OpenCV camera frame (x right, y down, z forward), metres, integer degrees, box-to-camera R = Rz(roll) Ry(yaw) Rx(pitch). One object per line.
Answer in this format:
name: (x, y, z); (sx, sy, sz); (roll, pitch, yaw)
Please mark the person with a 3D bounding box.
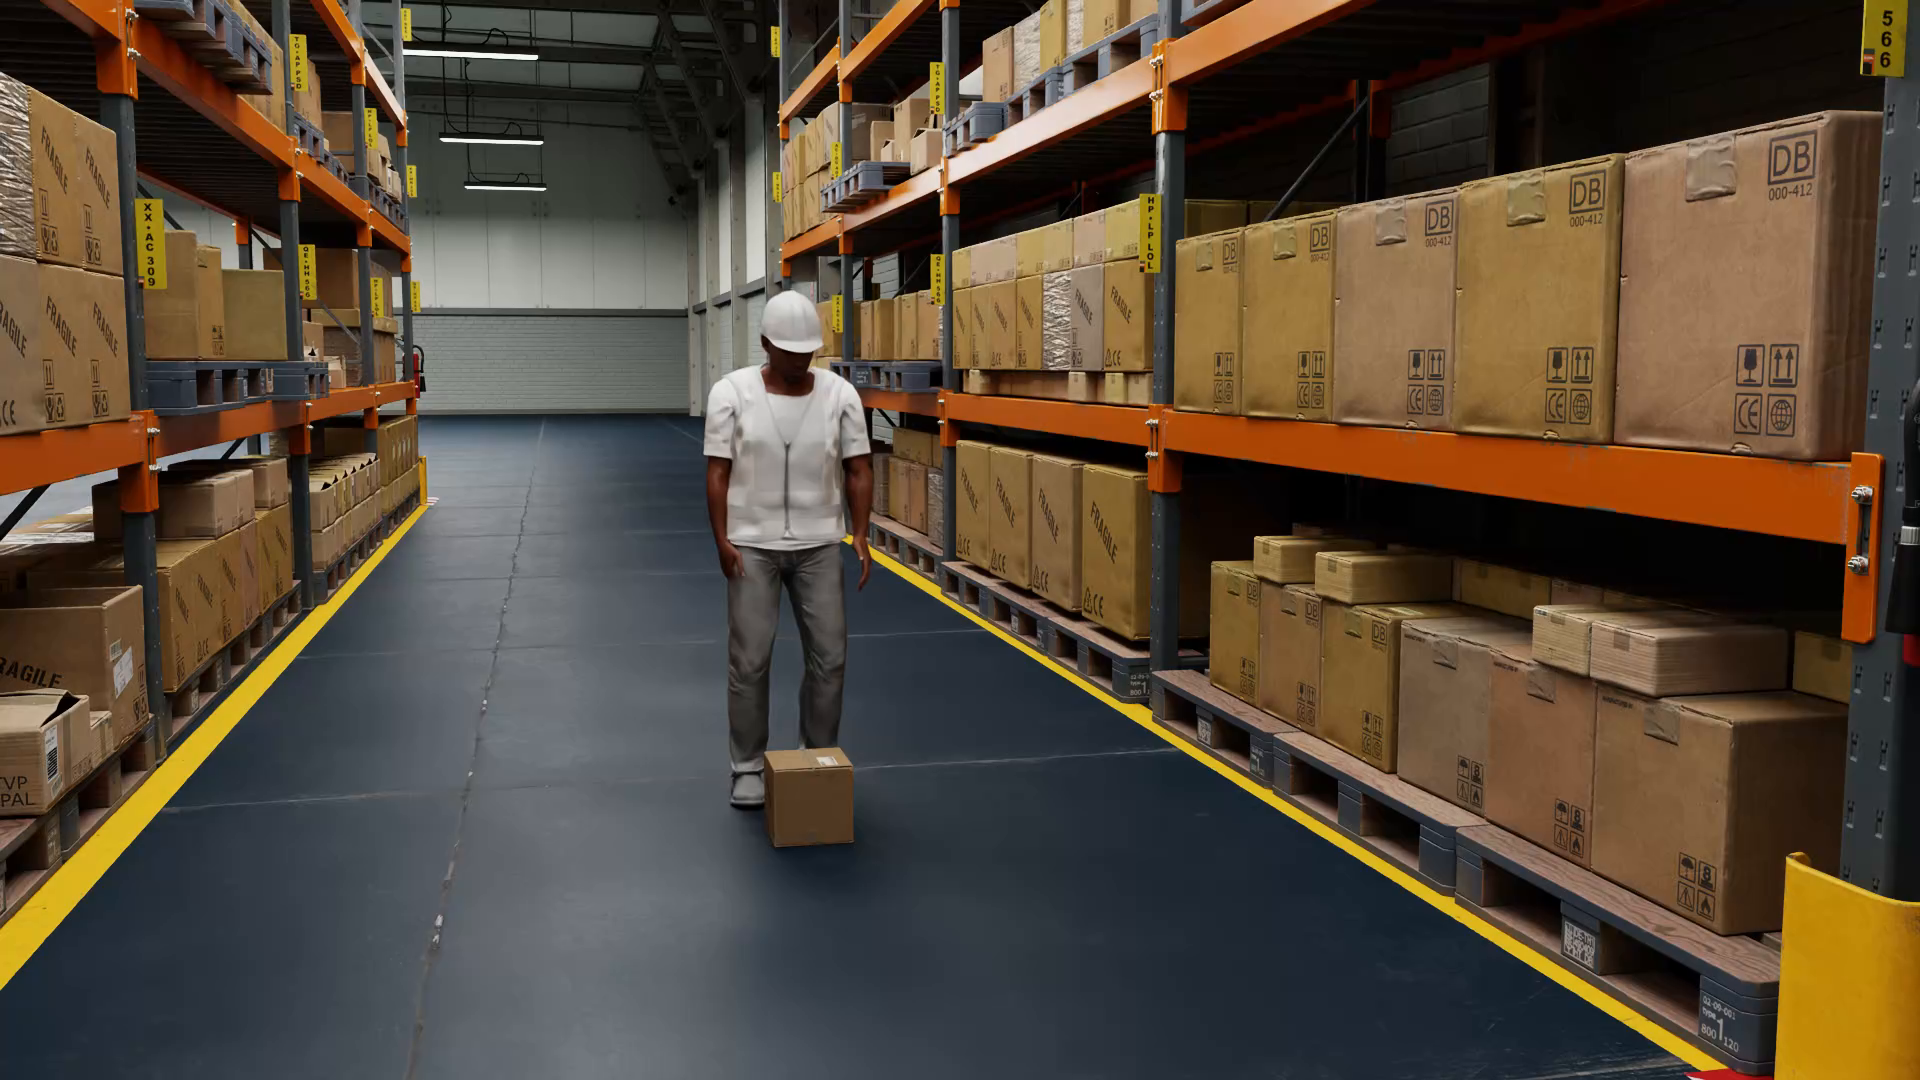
person: (-0.580, 0.029, 5.696); (0.578, 1.746, 0.396); (-1, 6, -12)
